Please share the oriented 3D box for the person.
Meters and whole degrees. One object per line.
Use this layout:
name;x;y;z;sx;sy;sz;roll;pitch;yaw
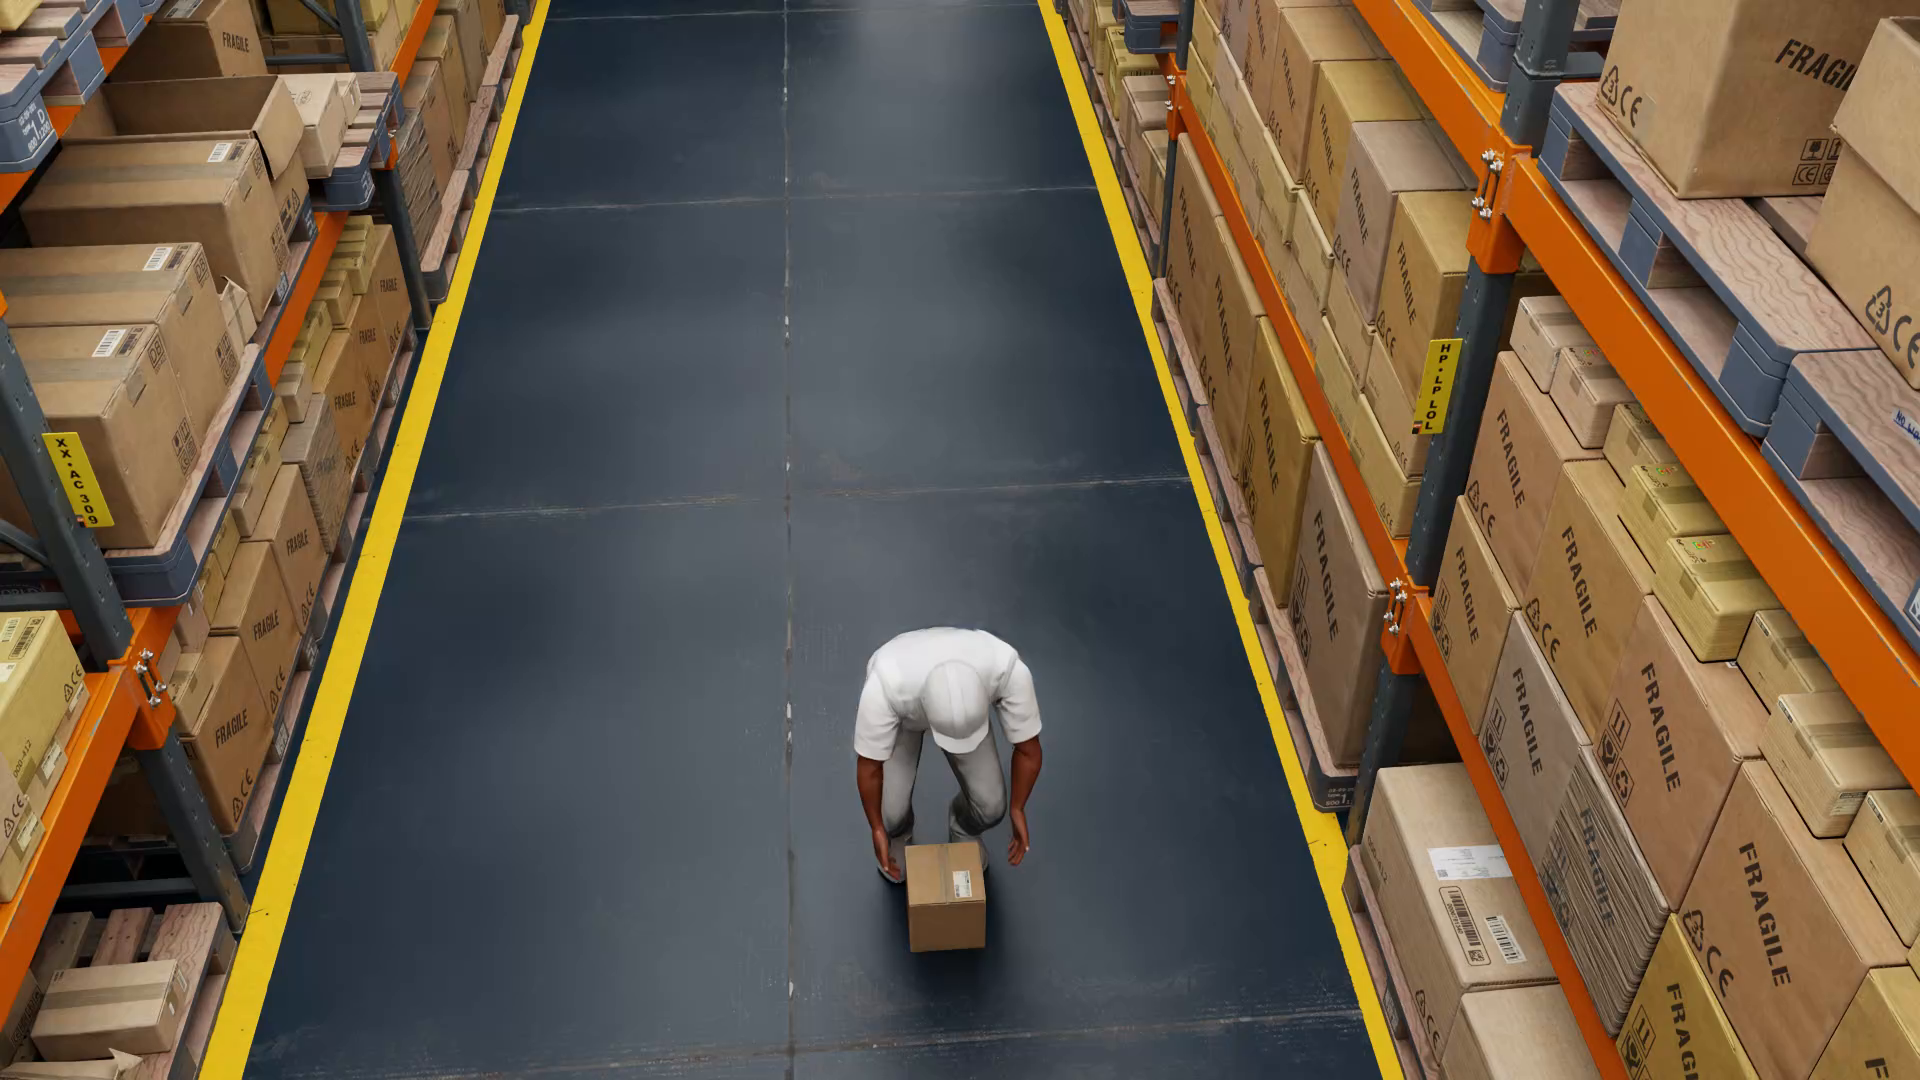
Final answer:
person;-0.048;0.700;5.671;0.626;1.260;0.823;-3;39;-4
